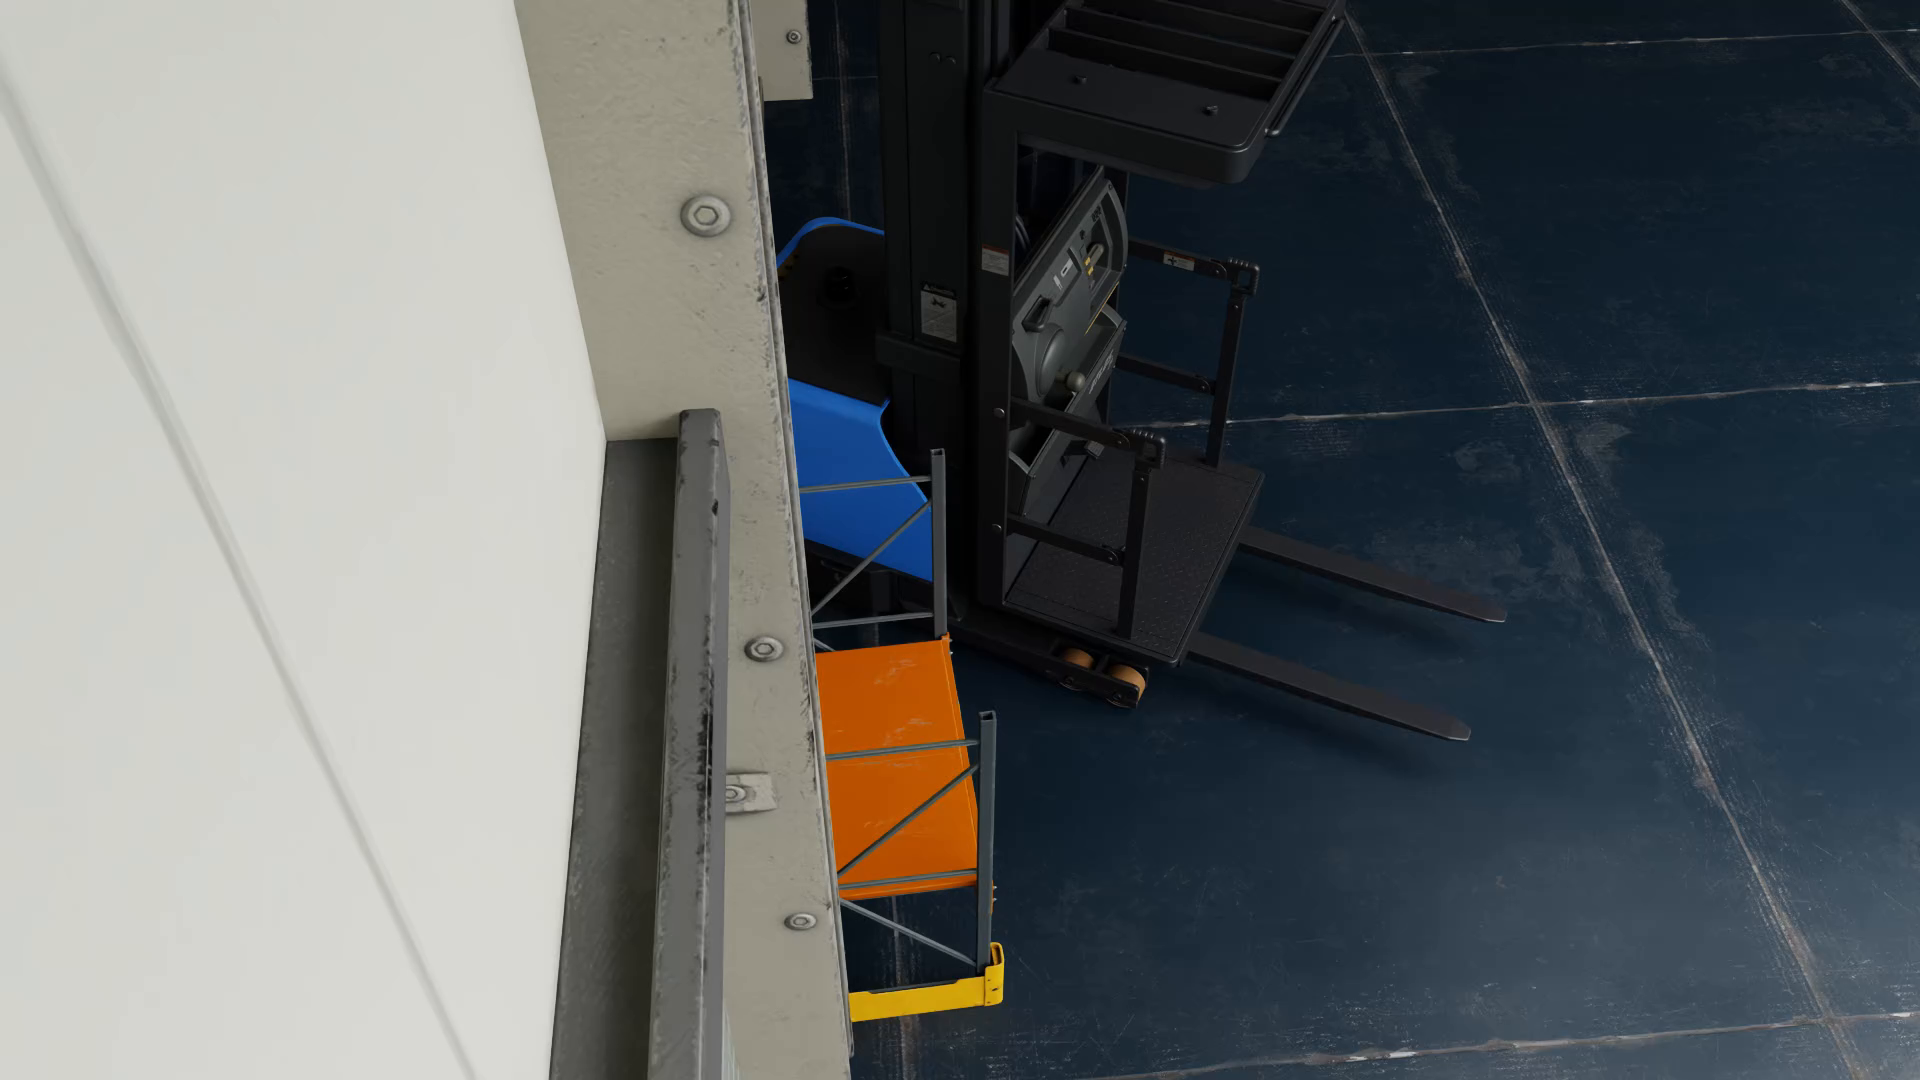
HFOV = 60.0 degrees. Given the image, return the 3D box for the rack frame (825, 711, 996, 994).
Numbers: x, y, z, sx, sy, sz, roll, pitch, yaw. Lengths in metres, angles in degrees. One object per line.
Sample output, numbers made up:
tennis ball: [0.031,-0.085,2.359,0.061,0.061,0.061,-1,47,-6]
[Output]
rack frame: [-0.154,1.003,4.904,0.500,1.500,0.032,-6,47,-5]

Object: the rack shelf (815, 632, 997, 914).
rack shelf: [-0.224,0.761,5.381,0.538,0.185,1.000,-6,47,-5]

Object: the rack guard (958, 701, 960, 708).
rack guard: [-0.292,0.715,6.037,0.587,0.250,0.087,-6,47,-5]

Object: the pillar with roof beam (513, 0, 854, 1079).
pillar with roof beam: [3.809,-1.591,2.195,9.100,9.000,0.400,-3,47,-3]

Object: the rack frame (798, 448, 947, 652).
rack frame: [-0.295,0.272,5.596,0.500,1.500,0.032,-6,47,-5]

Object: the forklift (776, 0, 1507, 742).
forklift: [0.566,-0.819,5.644,3.031,2.935,1.130,18,49,17]

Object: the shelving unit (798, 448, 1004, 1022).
shelving unit: [-0.223,0.644,5.244,0.587,1.500,1.083,-6,47,-5]

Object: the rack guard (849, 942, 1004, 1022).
rack guard: [-0.154,1.432,5.359,0.587,0.250,0.087,-6,47,-5]

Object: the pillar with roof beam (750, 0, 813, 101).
pillar with roof beam: [3.306,-5.932,6.307,9.100,9.000,0.400,-3,47,-3]
